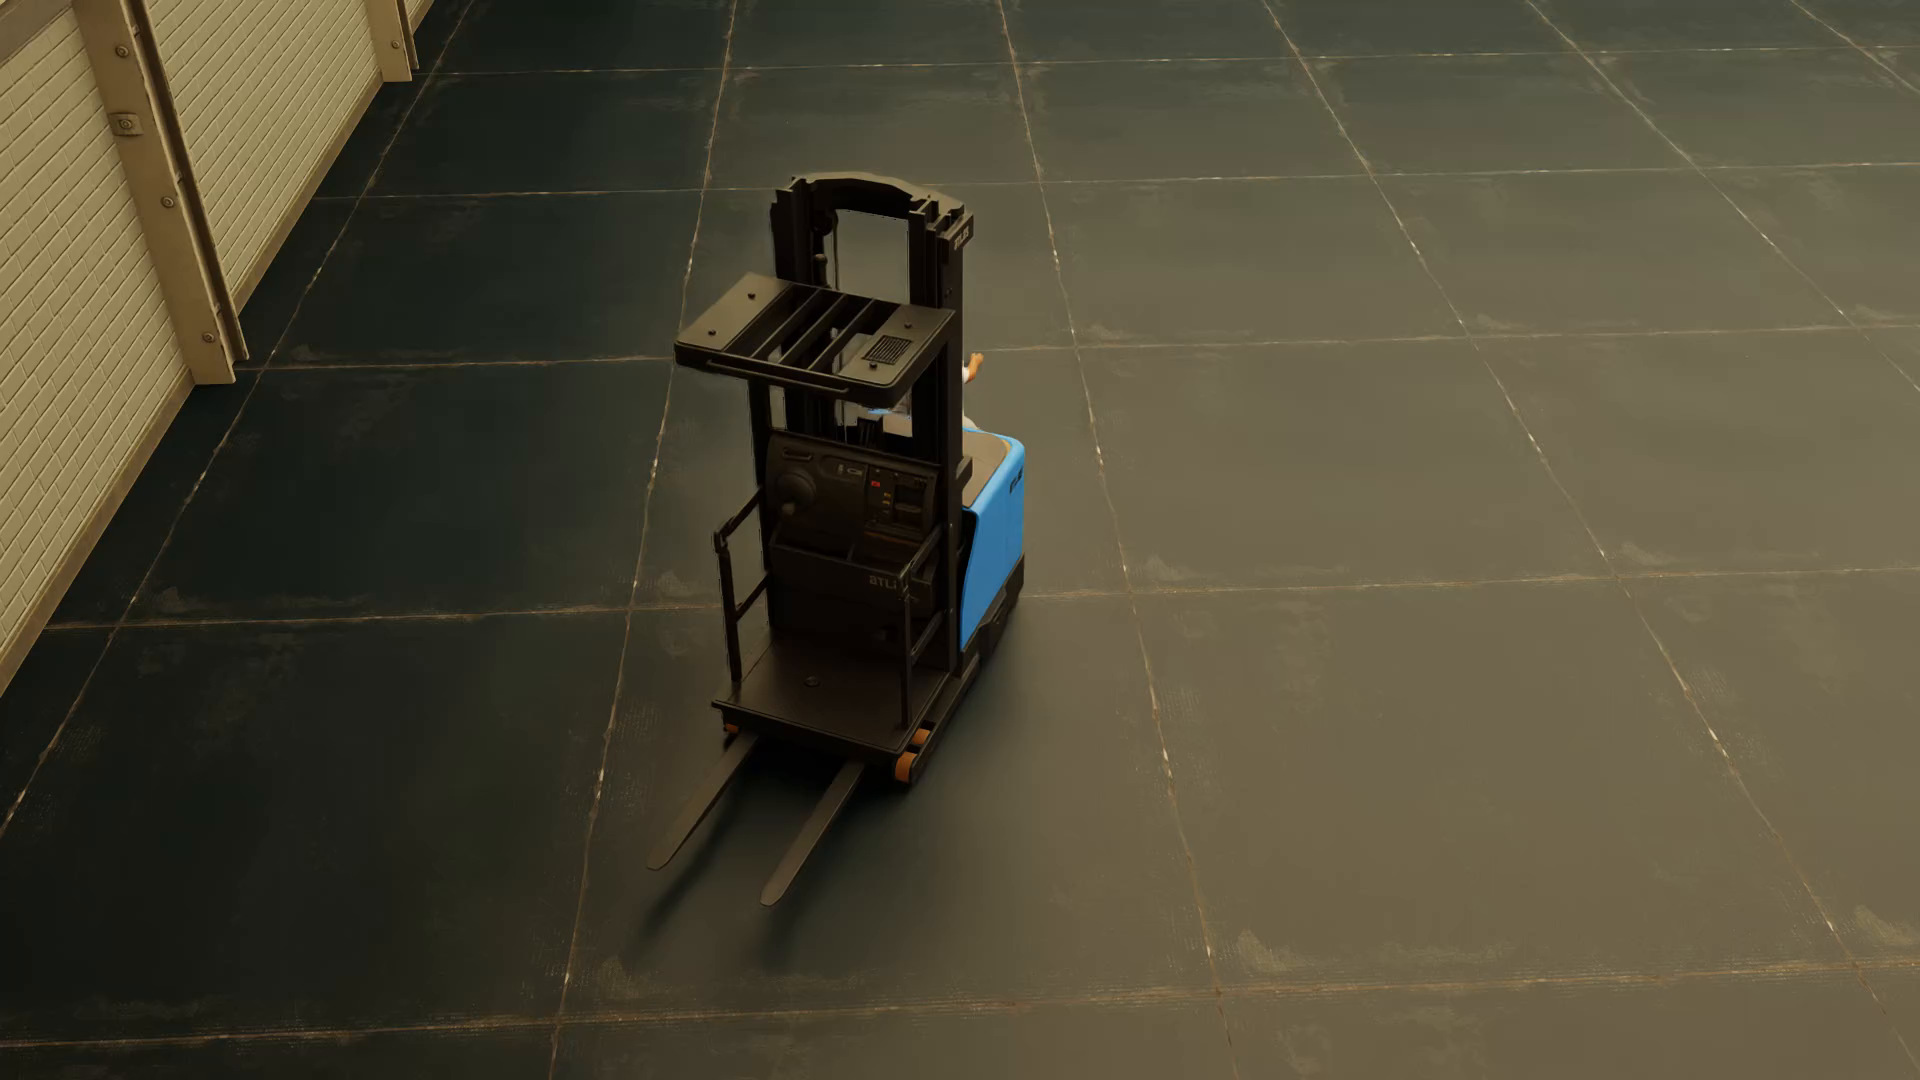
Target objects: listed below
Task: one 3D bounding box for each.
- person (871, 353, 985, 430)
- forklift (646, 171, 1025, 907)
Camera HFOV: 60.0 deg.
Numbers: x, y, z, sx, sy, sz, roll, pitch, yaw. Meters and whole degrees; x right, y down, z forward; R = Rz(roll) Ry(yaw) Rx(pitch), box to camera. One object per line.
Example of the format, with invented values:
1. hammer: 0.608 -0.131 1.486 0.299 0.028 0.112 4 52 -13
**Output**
1. person: -0.180 -0.914 10.495 0.799 1.471 0.751 8 37 11
2. forklift: -0.634 -0.190 8.272 1.130 2.935 3.031 13 38 17
